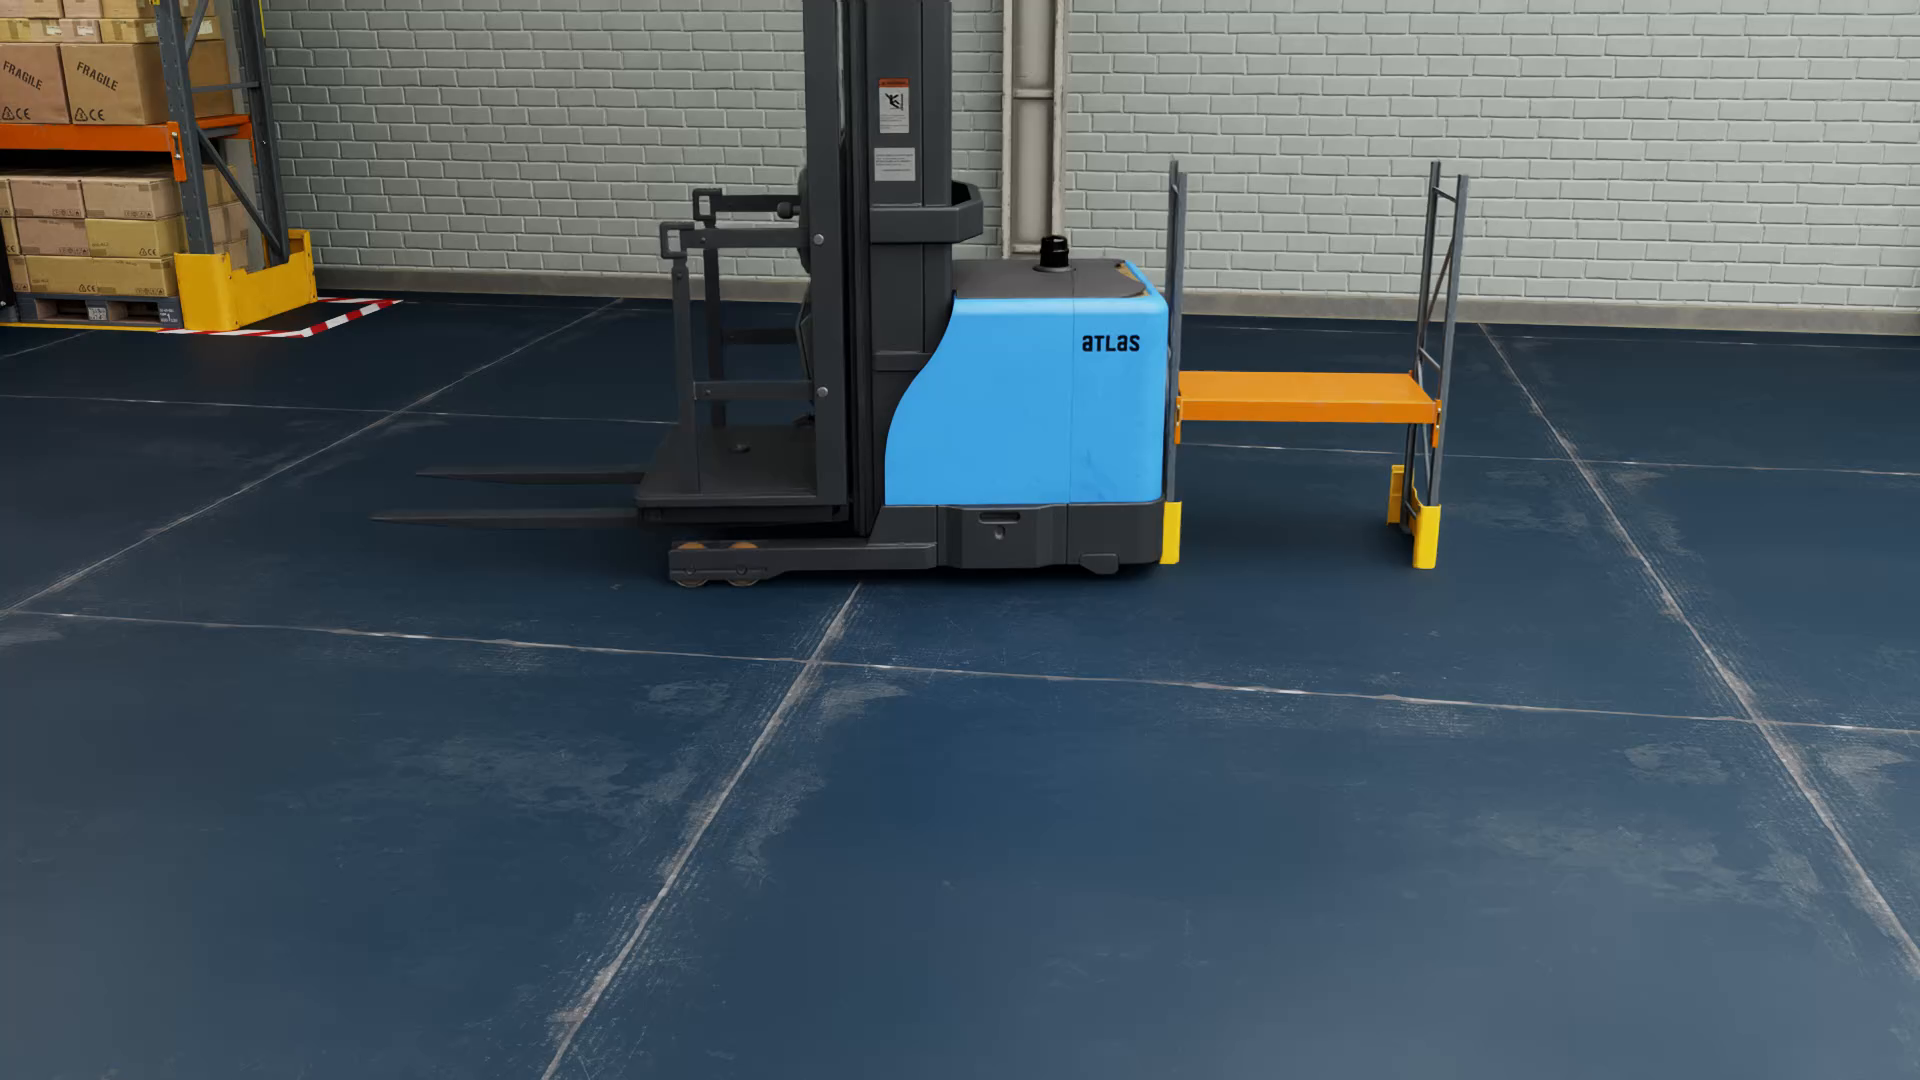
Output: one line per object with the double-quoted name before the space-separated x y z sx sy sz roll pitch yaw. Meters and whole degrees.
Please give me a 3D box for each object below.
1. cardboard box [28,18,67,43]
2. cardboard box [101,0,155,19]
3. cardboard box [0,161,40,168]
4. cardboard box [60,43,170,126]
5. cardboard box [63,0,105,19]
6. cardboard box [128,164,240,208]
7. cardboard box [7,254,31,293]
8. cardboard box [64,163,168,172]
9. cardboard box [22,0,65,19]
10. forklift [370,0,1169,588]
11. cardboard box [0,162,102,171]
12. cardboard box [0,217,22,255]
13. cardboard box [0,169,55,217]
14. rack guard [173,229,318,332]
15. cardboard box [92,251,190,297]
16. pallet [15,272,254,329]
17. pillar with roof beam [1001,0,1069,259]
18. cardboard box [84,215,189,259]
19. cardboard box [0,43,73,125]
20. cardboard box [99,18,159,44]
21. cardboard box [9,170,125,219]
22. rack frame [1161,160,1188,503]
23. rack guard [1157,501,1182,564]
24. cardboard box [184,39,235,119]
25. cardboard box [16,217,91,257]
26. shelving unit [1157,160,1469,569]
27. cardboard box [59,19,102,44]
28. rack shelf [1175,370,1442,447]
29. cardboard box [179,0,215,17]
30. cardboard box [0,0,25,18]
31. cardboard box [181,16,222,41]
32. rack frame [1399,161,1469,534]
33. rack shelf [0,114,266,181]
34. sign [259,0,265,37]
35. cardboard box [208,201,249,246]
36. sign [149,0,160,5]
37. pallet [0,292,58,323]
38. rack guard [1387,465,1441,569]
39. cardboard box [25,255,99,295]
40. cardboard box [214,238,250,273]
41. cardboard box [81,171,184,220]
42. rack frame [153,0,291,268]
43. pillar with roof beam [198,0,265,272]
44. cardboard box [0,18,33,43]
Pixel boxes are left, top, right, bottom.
"cardboard box" -5.772 -3.297 10.749 0.250 0.149 0.380 3 19 10
"cardboard box" -5.269 -3.425 10.662 0.250 0.149 0.380 3 19 9
"cardboard box" -6.817 -2.510 11.673 0.500 0.250 0.500 3 19 8
"cardboard box" -5.410 -2.966 10.784 0.500 0.500 0.500 3 19 7
"cardboard box" -5.518 -3.427 10.670 0.250 0.149 0.380 3 19 9
"cardboard box" -5.327 -2.429 11.432 0.500 0.250 0.500 3 19 8
"cardboard box" -6.378 -1.852 11.283 0.500 0.250 0.500 3 19 9
"cardboard box" -5.820 -2.453 11.504 0.500 0.250 0.500 3 19 9
"cardboard box" -5.780 -3.432 10.684 0.250 0.149 0.380 3 19 10
"forklift" -0.751 -1.382 6.313 3.031 2.935 1.130 -1 19 -2
"cardboard box" -6.313 -2.482 11.589 0.500 0.250 0.500 3 19 8
"cardboard box" -6.419 -2.083 11.186 0.500 0.250 0.500 2 19 7
"cardboard box" -6.391 -2.317 11.098 0.500 0.250 0.500 3 19 9
"rack guard" -4.858 -1.790 11.364 0.348 0.500 1.175 3 19 9
"cardboard box" -5.396 -1.796 11.116 0.500 0.250 0.500 3 19 9
"pallet" -5.644 -1.679 11.490 1.213 0.211 1.003 3 19 9
"pillar with roof beam" -0.185 -4.488 6.035 0.400 9.000 9.100 3 19 9
"cardboard box" -5.412 -2.035 11.042 0.500 0.250 0.500 3 19 8
"cardboard box" -5.920 -2.995 10.870 0.500 0.500 0.500 4 19 10
"cardboard box" -5.269 -3.261 10.642 0.250 0.149 0.380 3 19 9
"cardboard box" -5.891 -2.295 11.031 0.500 0.250 0.500 3 19 10
"rack frame" 0.831 -0.710 6.562 0.032 1.500 0.500 1 19 3
"rack guard" 0.833 -0.117 6.760 0.087 0.250 0.587 1 19 3
"cardboard box" -5.327 -3.136 11.290 0.500 0.500 0.500 4 19 10
"cardboard box" -5.906 -2.064 11.128 0.500 0.250 0.500 3 19 8
"shelving unit" 1.330 -0.702 6.537 1.083 1.500 0.587 1 19 3
"cardboard box" -5.526 -3.265 10.653 0.250 0.149 0.380 3 19 10
"rack shelf" 1.339 -0.531 6.594 1.000 0.185 0.538 1 19 3
"cardboard box" -5.180 -3.556 11.056 0.250 0.149 0.380 3 19 8
"cardboard box" -6.014 -3.468 10.791 0.250 0.149 0.380 3 19 9
"cardboard box" -5.176 -3.430 11.147 0.250 0.149 0.380 2 19 7
"rack frame" 1.847 -0.693 6.511 0.032 1.500 0.500 1 19 3
"rack shelf" -6.857 -2.736 11.386 4.000 0.370 1.077 3 19 9
"sign" -4.788 -3.598 11.340 0.005 0.325 0.100 3 19 9
"cardboard box" -5.313 -2.197 11.527 0.500 0.250 0.500 3 19 10
"sign" -4.982 -3.469 10.244 0.005 0.325 0.100 3 19 9
"pallet" -6.845 -1.742 11.675 1.213 0.211 1.003 3 19 9
"rack guard" 1.827 -0.101 6.711 0.087 0.250 0.587 1 19 3
"cardboard box" -5.886 -1.824 11.200 0.500 0.250 0.500 3 19 9
"cardboard box" -5.336 -1.958 11.598 0.500 0.250 0.500 3 19 9
"cardboard box" -5.386 -2.271 10.960 0.500 0.250 0.500 4 19 10
"rack frame" -4.882 -2.976 10.971 0.127 3.000 1.000 3 19 9
"pillar with roof beam" -6.109 -4.790 6.937 0.400 9.000 9.100 3 19 9
"cardboard box" -6.015 -3.313 10.797 0.250 0.149 0.380 3 19 8
